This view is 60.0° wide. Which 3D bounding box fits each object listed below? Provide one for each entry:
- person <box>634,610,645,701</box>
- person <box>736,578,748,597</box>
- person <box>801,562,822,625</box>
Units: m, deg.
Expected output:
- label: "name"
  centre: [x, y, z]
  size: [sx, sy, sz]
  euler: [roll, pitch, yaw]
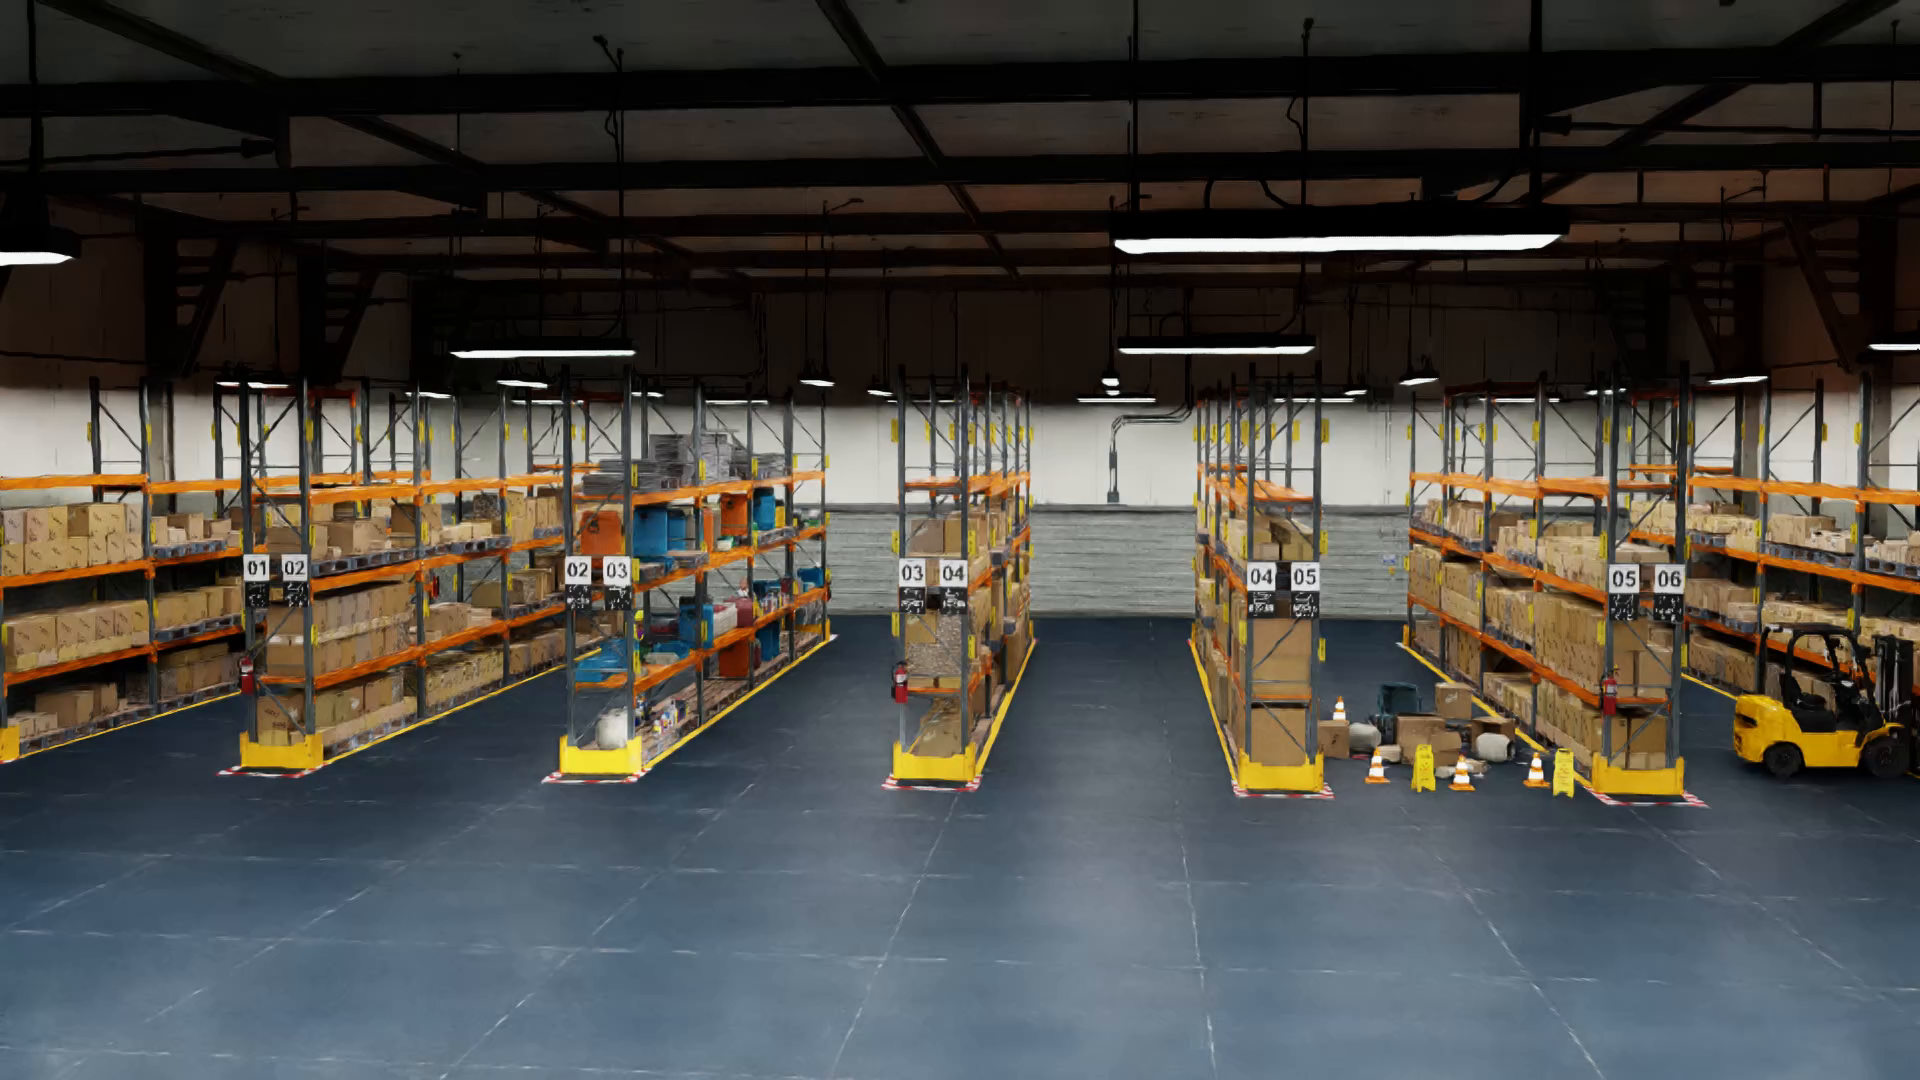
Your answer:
- label: "person"
  centre: [-5.955, 2.155, 31.073]
  size: [0.577, 1.687, 1.121]
  euler: [1, 4, 8]
- label: "person"
  centre: [-4.890, 1.708, 37.633]
  size: [0.630, 1.722, 1.005]
  euler: [2, 4, 33]
- label: "person"
  centre: [-3.720, 1.442, 41.716]
  size: [0.717, 1.781, 0.488]
  euler: [-3, 5, -43]
